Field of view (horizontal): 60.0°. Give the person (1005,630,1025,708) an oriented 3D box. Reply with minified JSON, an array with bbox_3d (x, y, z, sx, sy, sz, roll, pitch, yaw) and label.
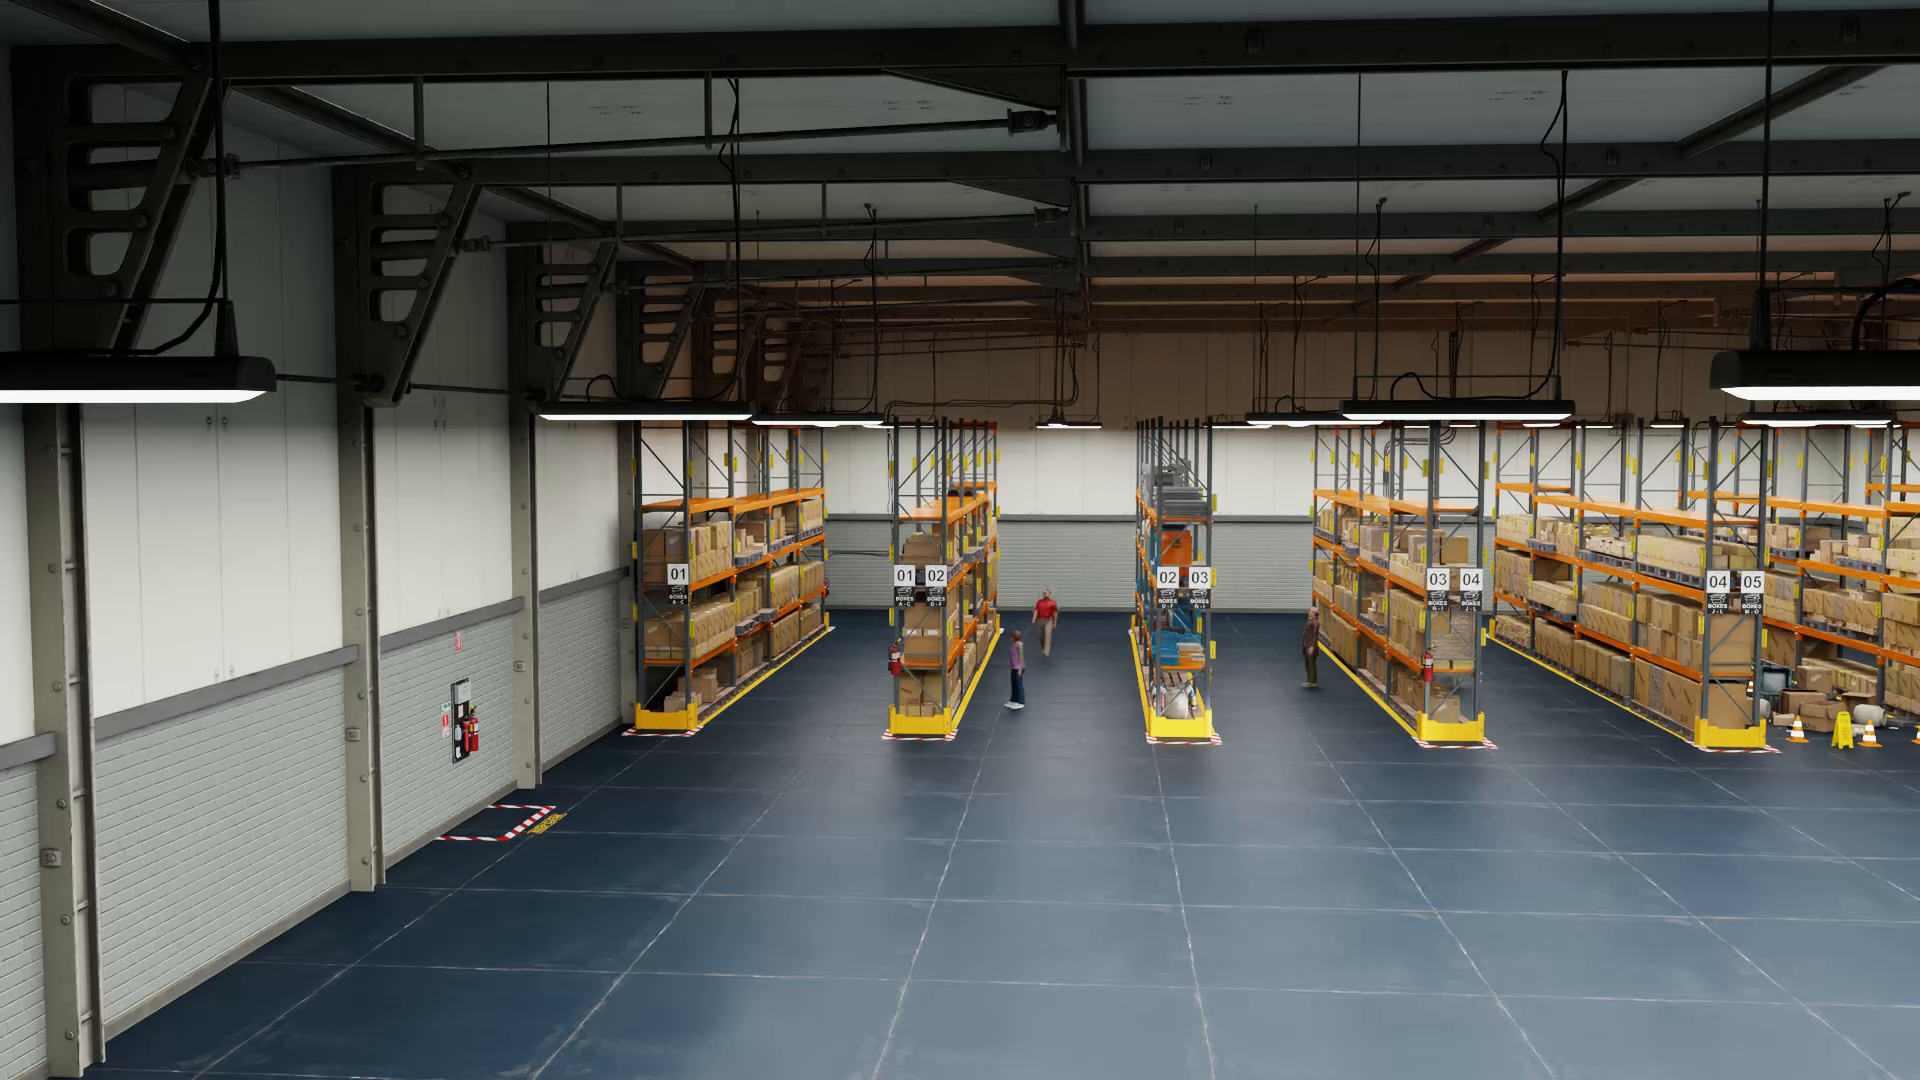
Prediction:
[{"bbox_3d":[1.141,2.668,34.419,0.391,1.601,0.468,-1,4,-20],"label":"person"}]

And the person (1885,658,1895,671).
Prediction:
[{"bbox_3d":[21.290,2.397,38.149,0.594,1.682,0.530,-3,5,-36],"label":"person"}]

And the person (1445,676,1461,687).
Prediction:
[{"bbox_3d":[11.098,2.454,37.253,0.396,1.693,0.535,2,4,27],"label":"person"}]

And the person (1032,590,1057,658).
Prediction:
[{"bbox_3d":[2.116,2.080,41.575,0.614,1.675,1.019,1,4,11],"label":"person"}]

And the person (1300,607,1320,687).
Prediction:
[{"bbox_3d":[7.858,2.405,37.418,0.523,1.798,0.604,-1,4,-15],"label":"person"}]
